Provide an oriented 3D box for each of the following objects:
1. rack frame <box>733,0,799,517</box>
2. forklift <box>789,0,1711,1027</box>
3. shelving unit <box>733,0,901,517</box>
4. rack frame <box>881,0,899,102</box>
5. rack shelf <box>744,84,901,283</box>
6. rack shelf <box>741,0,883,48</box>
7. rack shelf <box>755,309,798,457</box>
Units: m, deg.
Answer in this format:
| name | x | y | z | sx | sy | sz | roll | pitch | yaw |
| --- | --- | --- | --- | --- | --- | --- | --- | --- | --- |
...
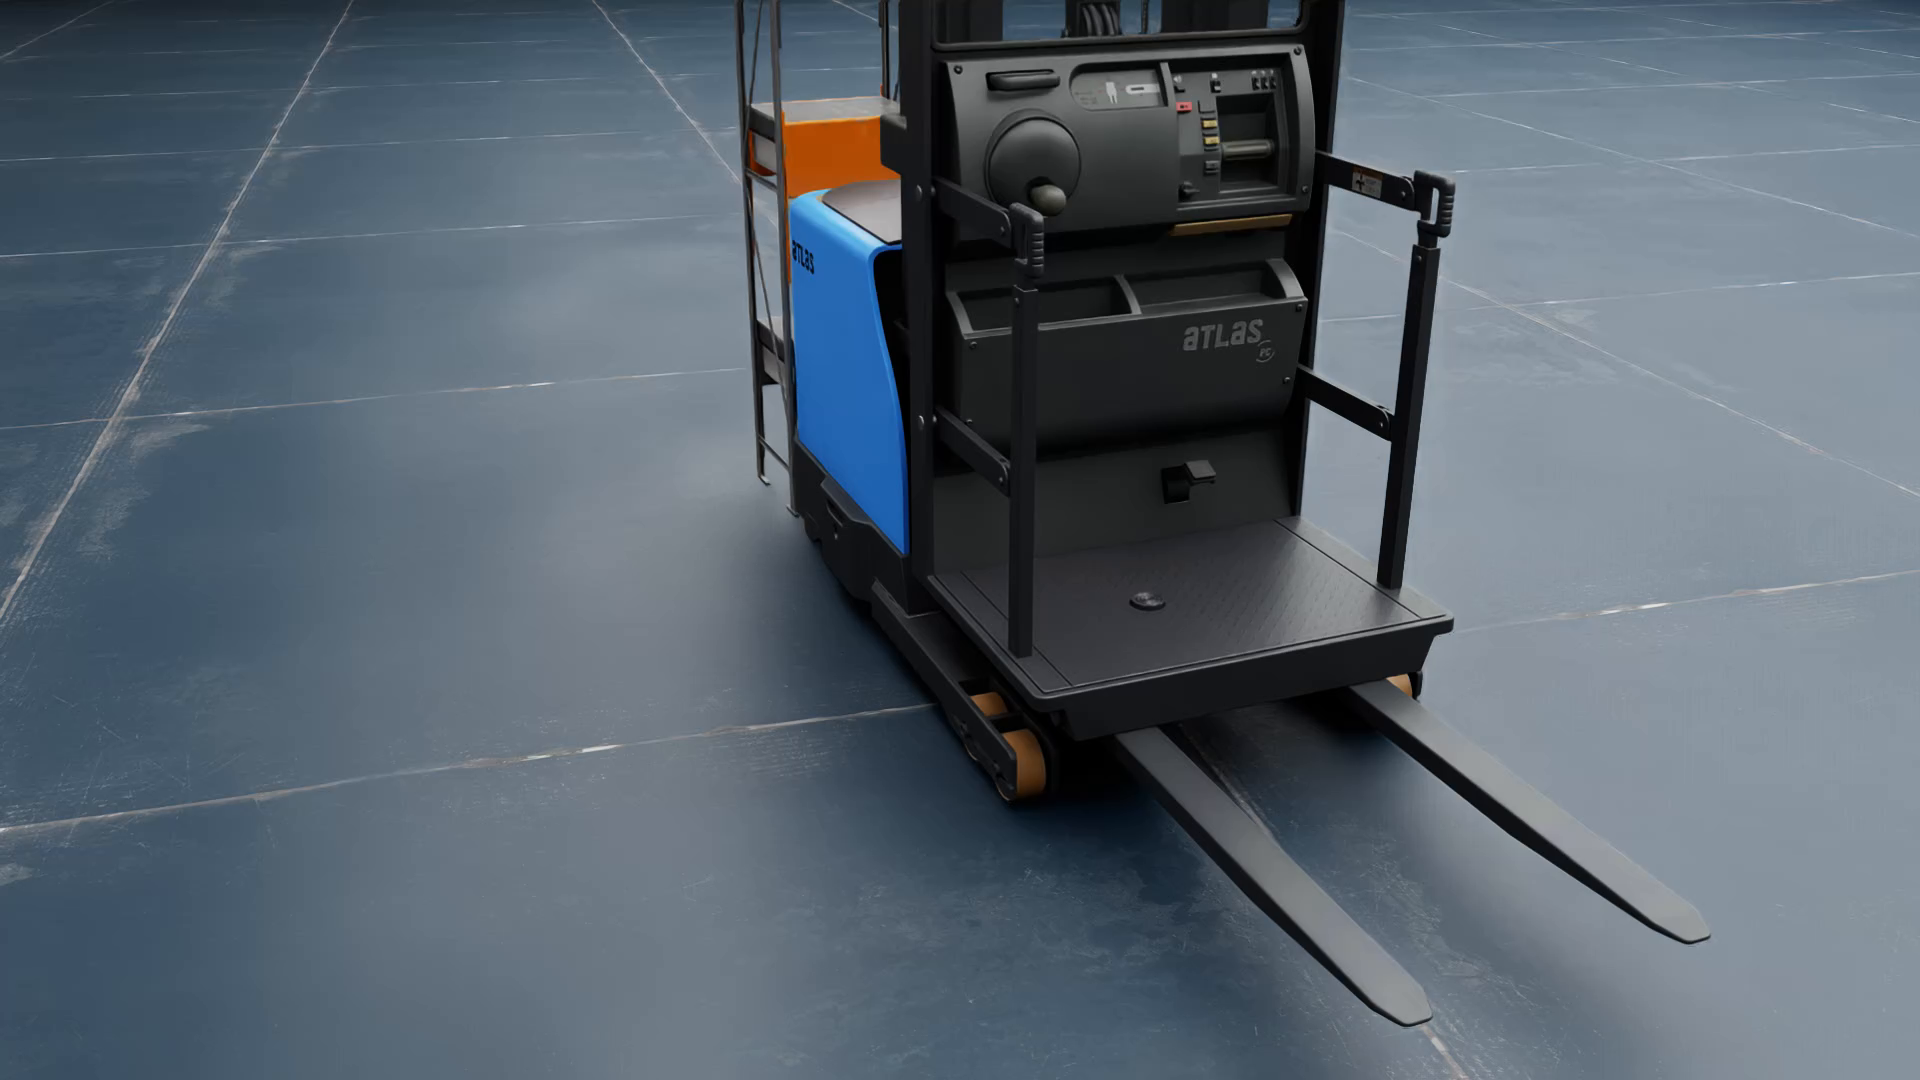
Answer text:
| name | x | y | z | sx | sy | sz | roll | pitch | yaw |
| --- | --- | --- | --- | --- | --- | --- | --- | --- | --- |
| rack frame | -0.614 | -1.114 | 5.183 | 0.015 | 2.100 | 0.400 | -10 | 25 | -22 |
| forklift | 0.494 | -0.931 | 3.703 | 1.130 | 2.935 | 3.031 | -9 | 25 | -20 |
| shelving unit | -0.390 | -1.153 | 5.273 | 0.503 | 2.100 | 0.431 | -10 | 25 | -22 |
| rack frame | -0.167 | -1.191 | 5.364 | 0.015 | 2.100 | 0.400 | -10 | 25 | -22 |
| rack shelf | -0.390 | -1.140 | 5.279 | 0.480 | 0.518 | 0.431 | -10 | 25 | -22 |
| rack shelf | -0.390 | -1.783 | 5.003 | 0.480 | 0.518 | 0.431 | -10 | 25 | -22 |
| rack shelf | -0.390 | -0.497 | 5.555 | 0.480 | 0.518 | 0.431 | -10 | 25 | -22 |
